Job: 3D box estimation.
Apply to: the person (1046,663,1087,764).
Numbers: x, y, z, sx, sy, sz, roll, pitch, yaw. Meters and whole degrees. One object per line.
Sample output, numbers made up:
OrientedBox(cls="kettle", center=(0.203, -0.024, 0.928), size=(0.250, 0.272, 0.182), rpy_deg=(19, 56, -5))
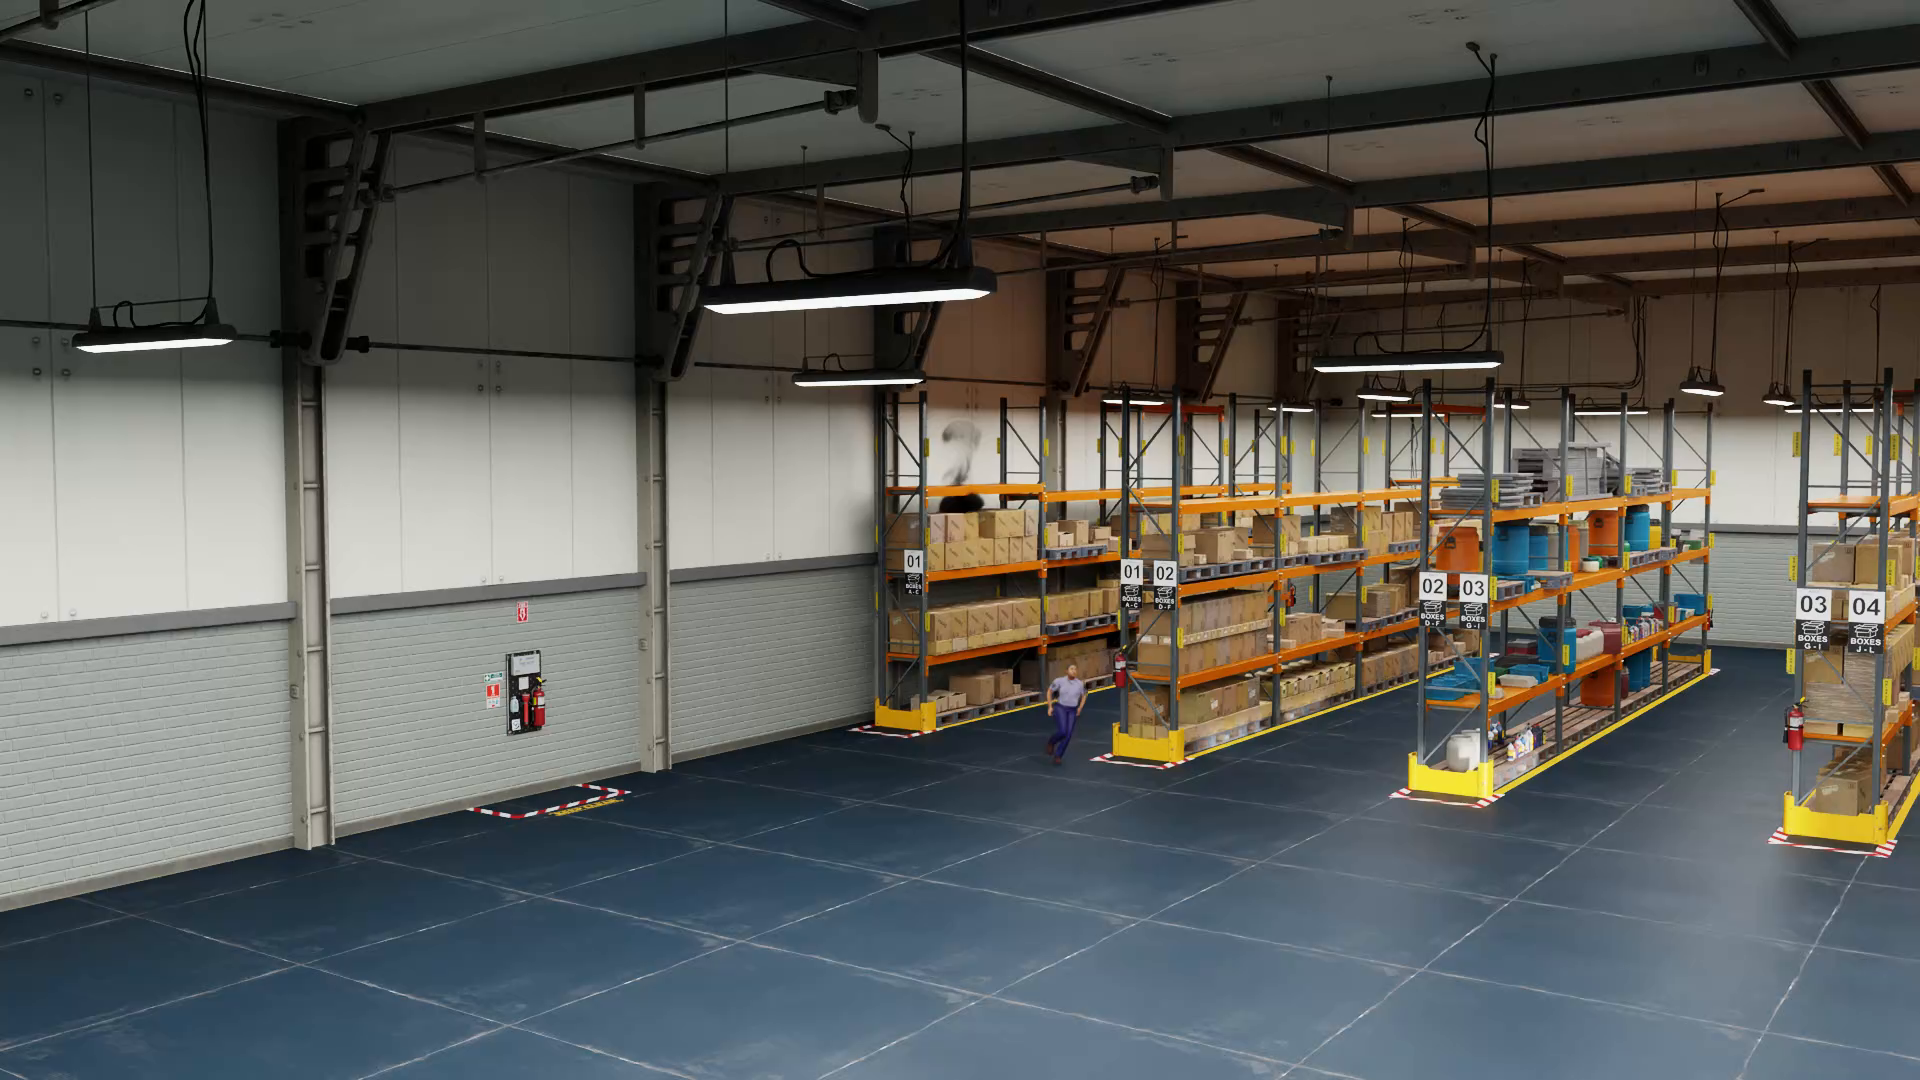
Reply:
OrientedBox(cls="person", center=(1.723, 2.752, 26.423), size=(0.645, 1.574, 0.512), rpy_deg=(-1, 3, -13))
